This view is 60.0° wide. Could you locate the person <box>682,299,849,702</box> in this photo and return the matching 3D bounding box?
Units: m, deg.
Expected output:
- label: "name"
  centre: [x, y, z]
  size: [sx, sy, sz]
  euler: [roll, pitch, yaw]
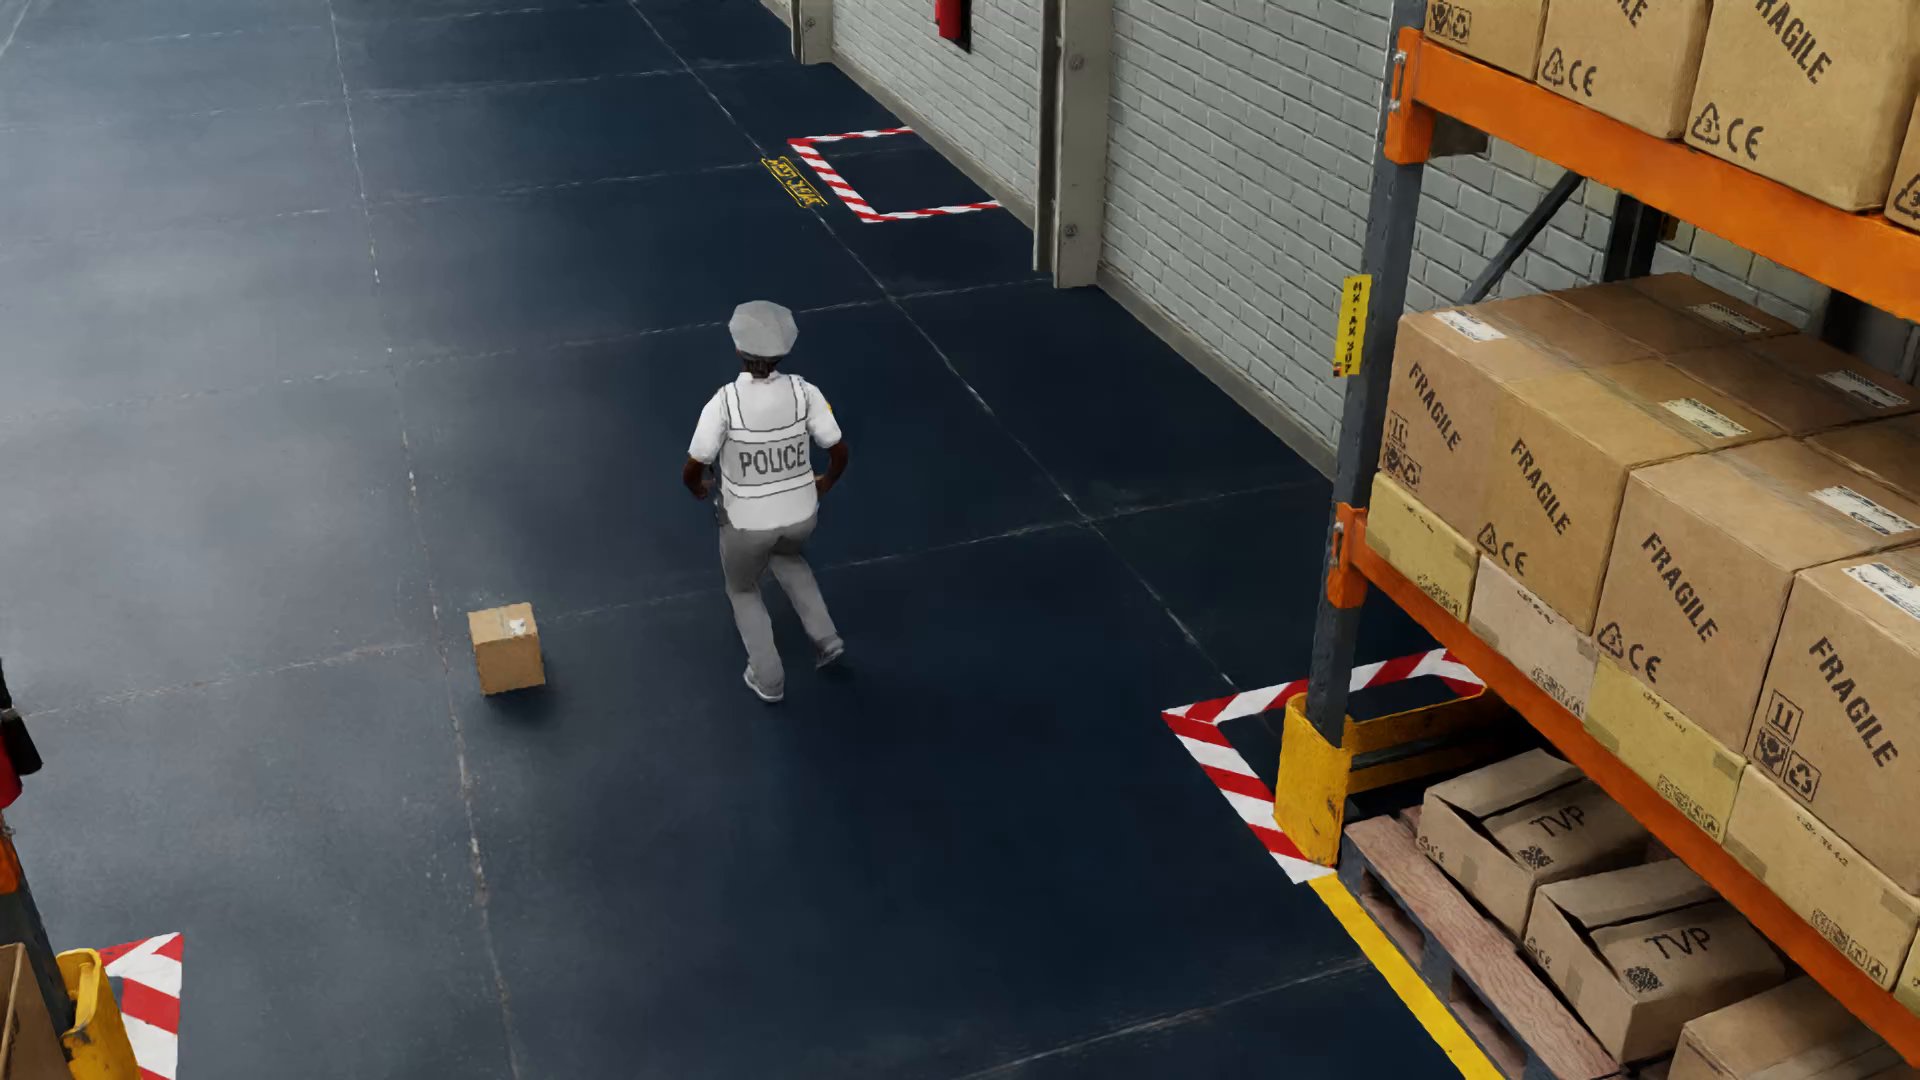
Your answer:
- label: "person"
  centre: [-0.773, -0.132, 6.361]
  size: [0.617, 1.665, 0.470]
  euler: [-17, 34, -27]
